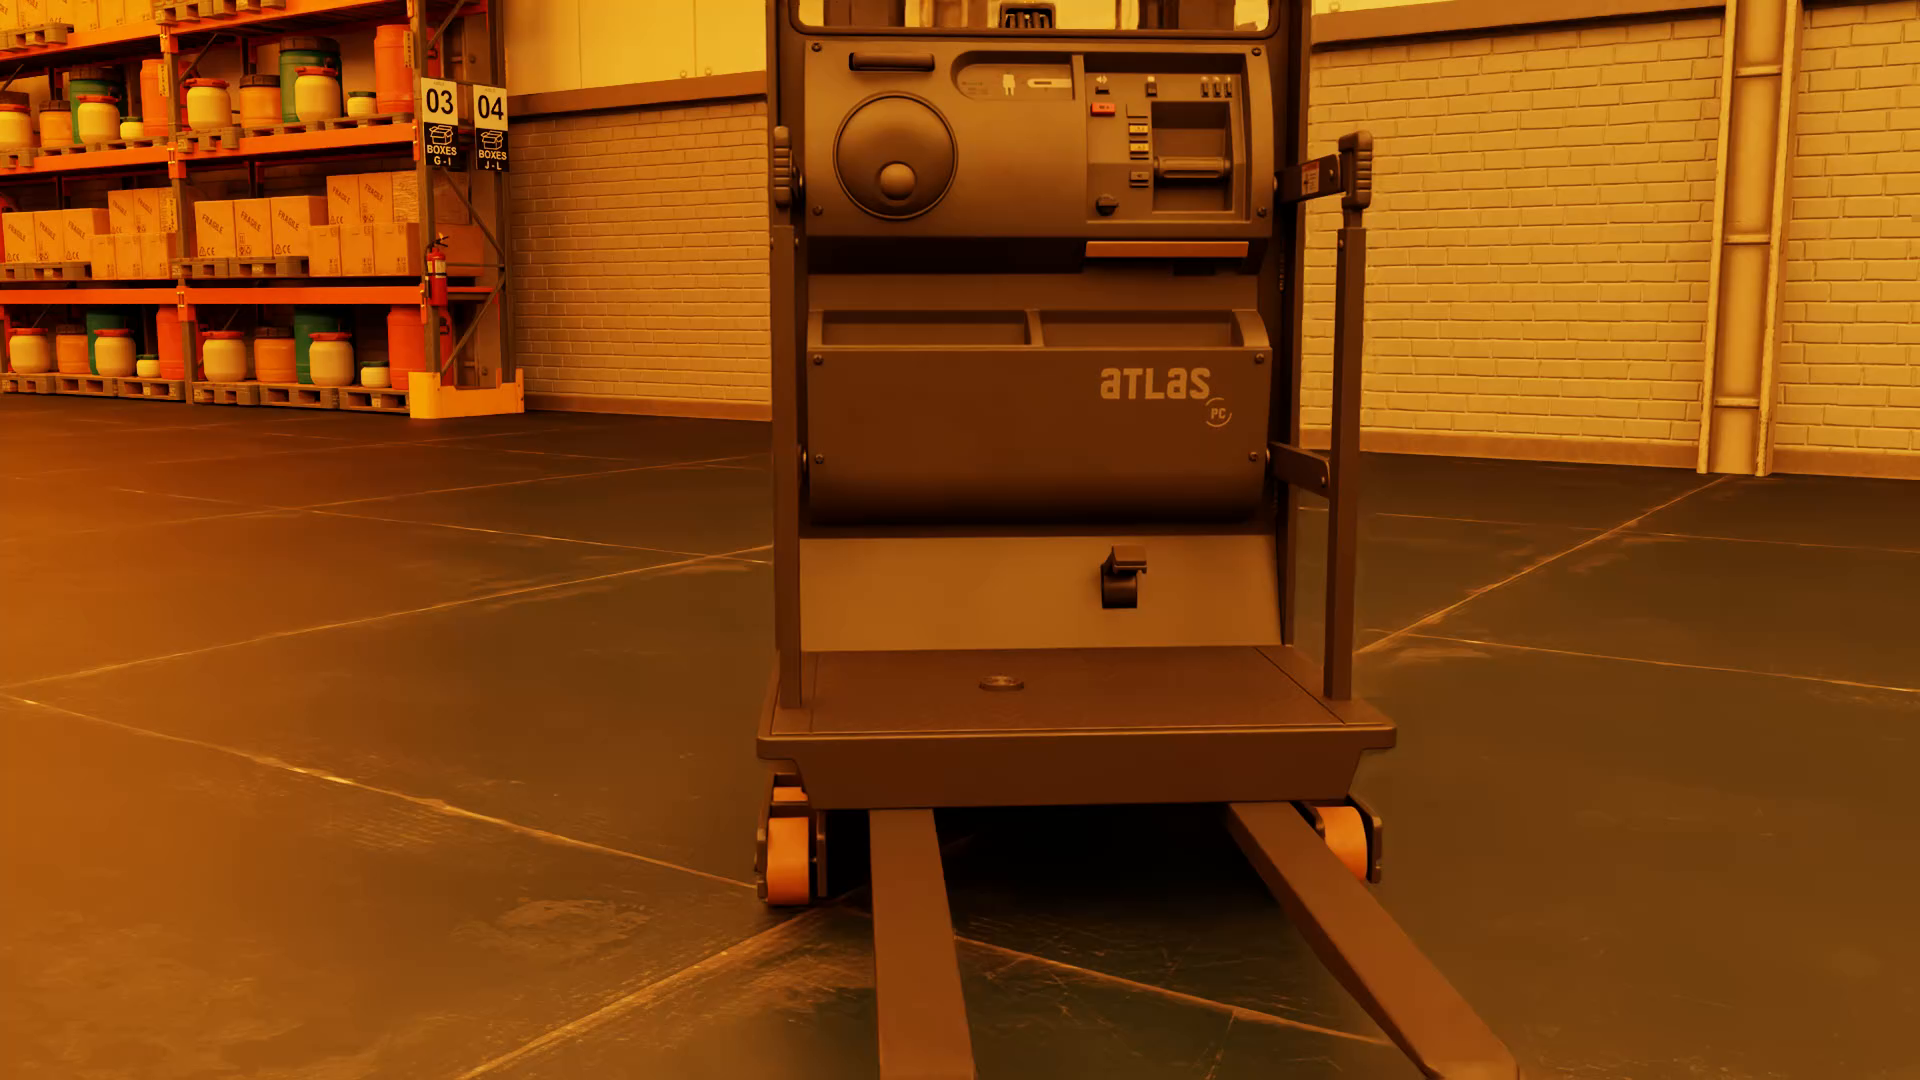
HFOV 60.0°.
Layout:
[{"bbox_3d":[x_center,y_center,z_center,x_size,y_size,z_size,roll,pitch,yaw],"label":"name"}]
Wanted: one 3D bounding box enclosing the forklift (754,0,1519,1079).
[{"bbox_3d":[0.174,-0.840,3.099,1.130,2.935,3.031,-1,8,-4],"label":"forklift"}]
